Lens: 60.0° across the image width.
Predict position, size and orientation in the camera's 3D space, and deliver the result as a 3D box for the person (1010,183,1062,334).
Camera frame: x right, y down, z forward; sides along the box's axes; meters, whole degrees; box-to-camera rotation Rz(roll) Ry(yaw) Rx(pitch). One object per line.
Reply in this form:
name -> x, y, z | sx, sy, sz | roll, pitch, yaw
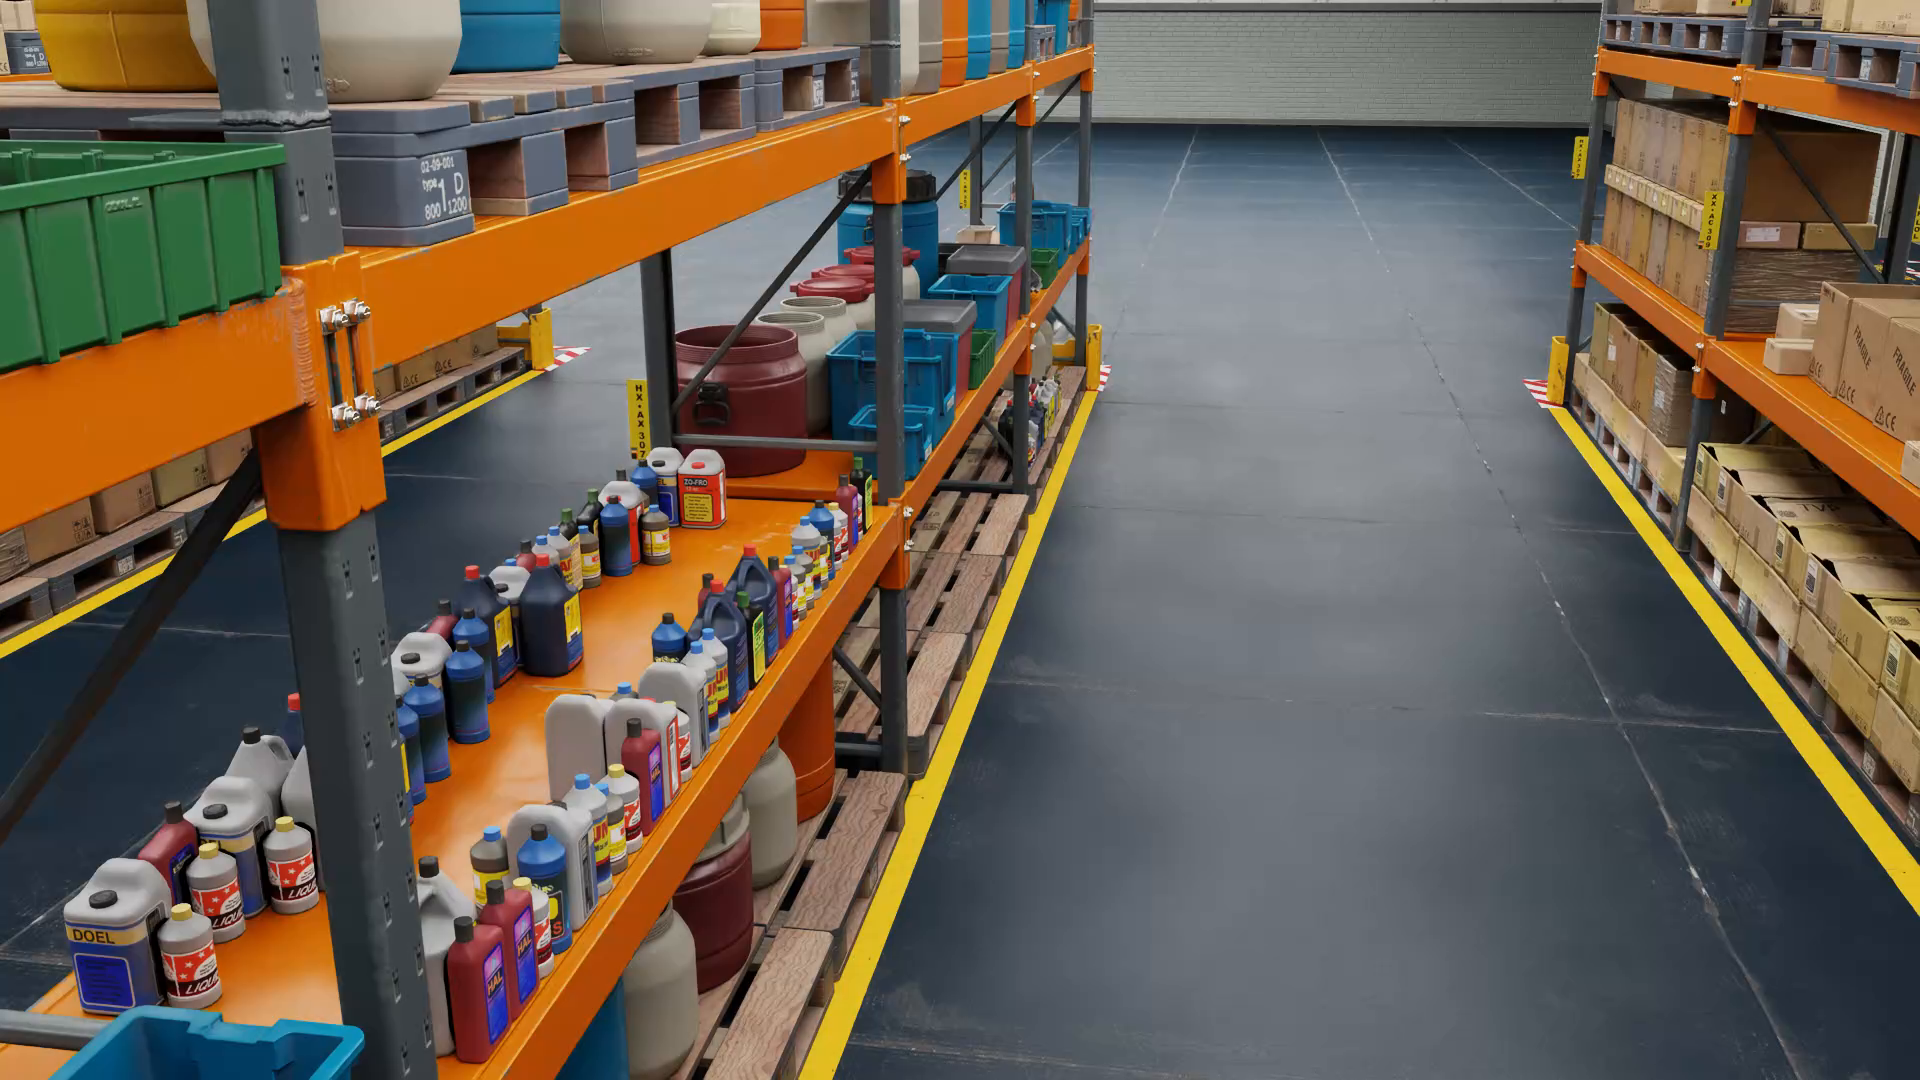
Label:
person -> 0.590, -2.554, 15.494 | 0.741, 1.566, 0.442 | 2, 18, 6
